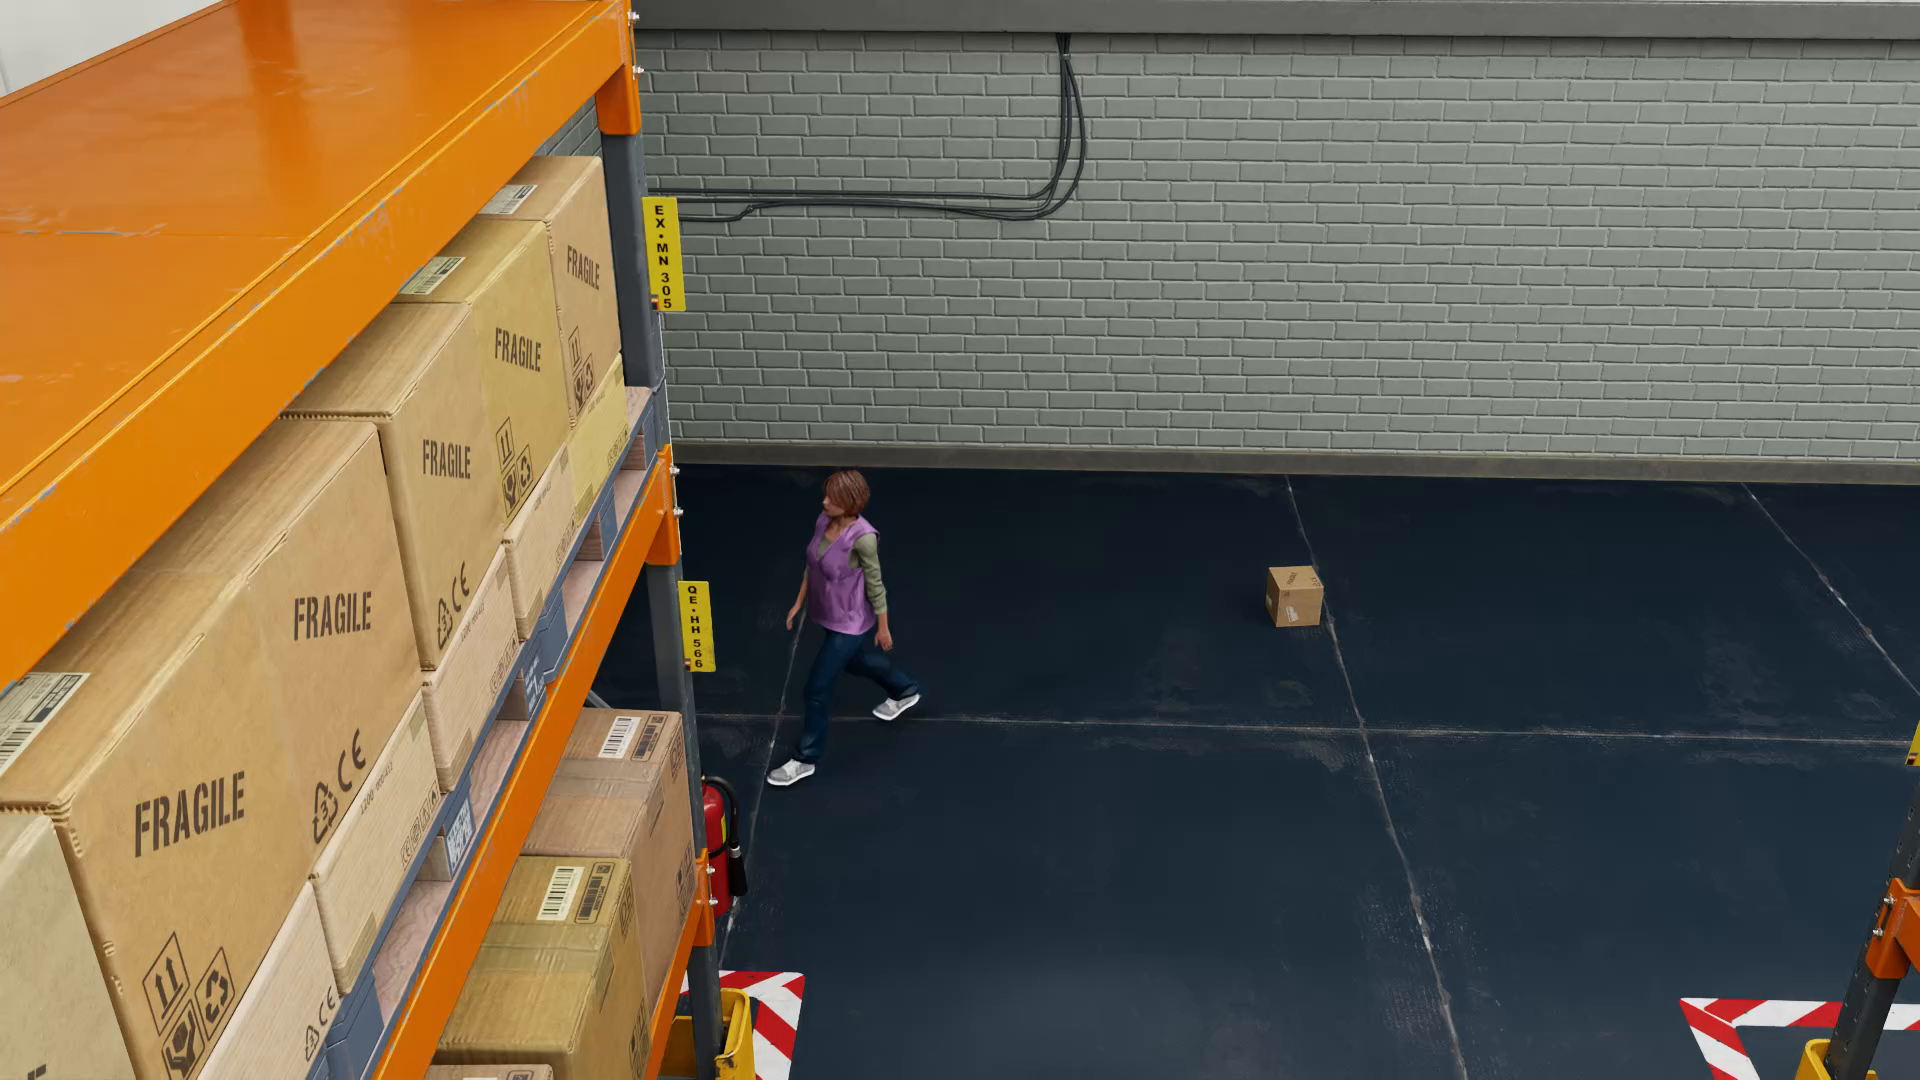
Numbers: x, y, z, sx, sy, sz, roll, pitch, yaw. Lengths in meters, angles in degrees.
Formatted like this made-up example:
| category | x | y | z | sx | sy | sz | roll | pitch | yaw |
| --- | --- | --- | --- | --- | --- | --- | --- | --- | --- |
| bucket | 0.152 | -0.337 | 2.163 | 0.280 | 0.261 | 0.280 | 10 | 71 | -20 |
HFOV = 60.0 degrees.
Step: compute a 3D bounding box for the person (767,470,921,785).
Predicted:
| category | x | y | z | sx | sy | sz | roll | pitch | yaw |
| --- | --- | --- | --- | --- | --- | --- | --- | --- | --- |
| person | -0.576 | 0.362 | 7.962 | 0.949 | 1.543 | 0.428 | -17 | 32 | -28 |
